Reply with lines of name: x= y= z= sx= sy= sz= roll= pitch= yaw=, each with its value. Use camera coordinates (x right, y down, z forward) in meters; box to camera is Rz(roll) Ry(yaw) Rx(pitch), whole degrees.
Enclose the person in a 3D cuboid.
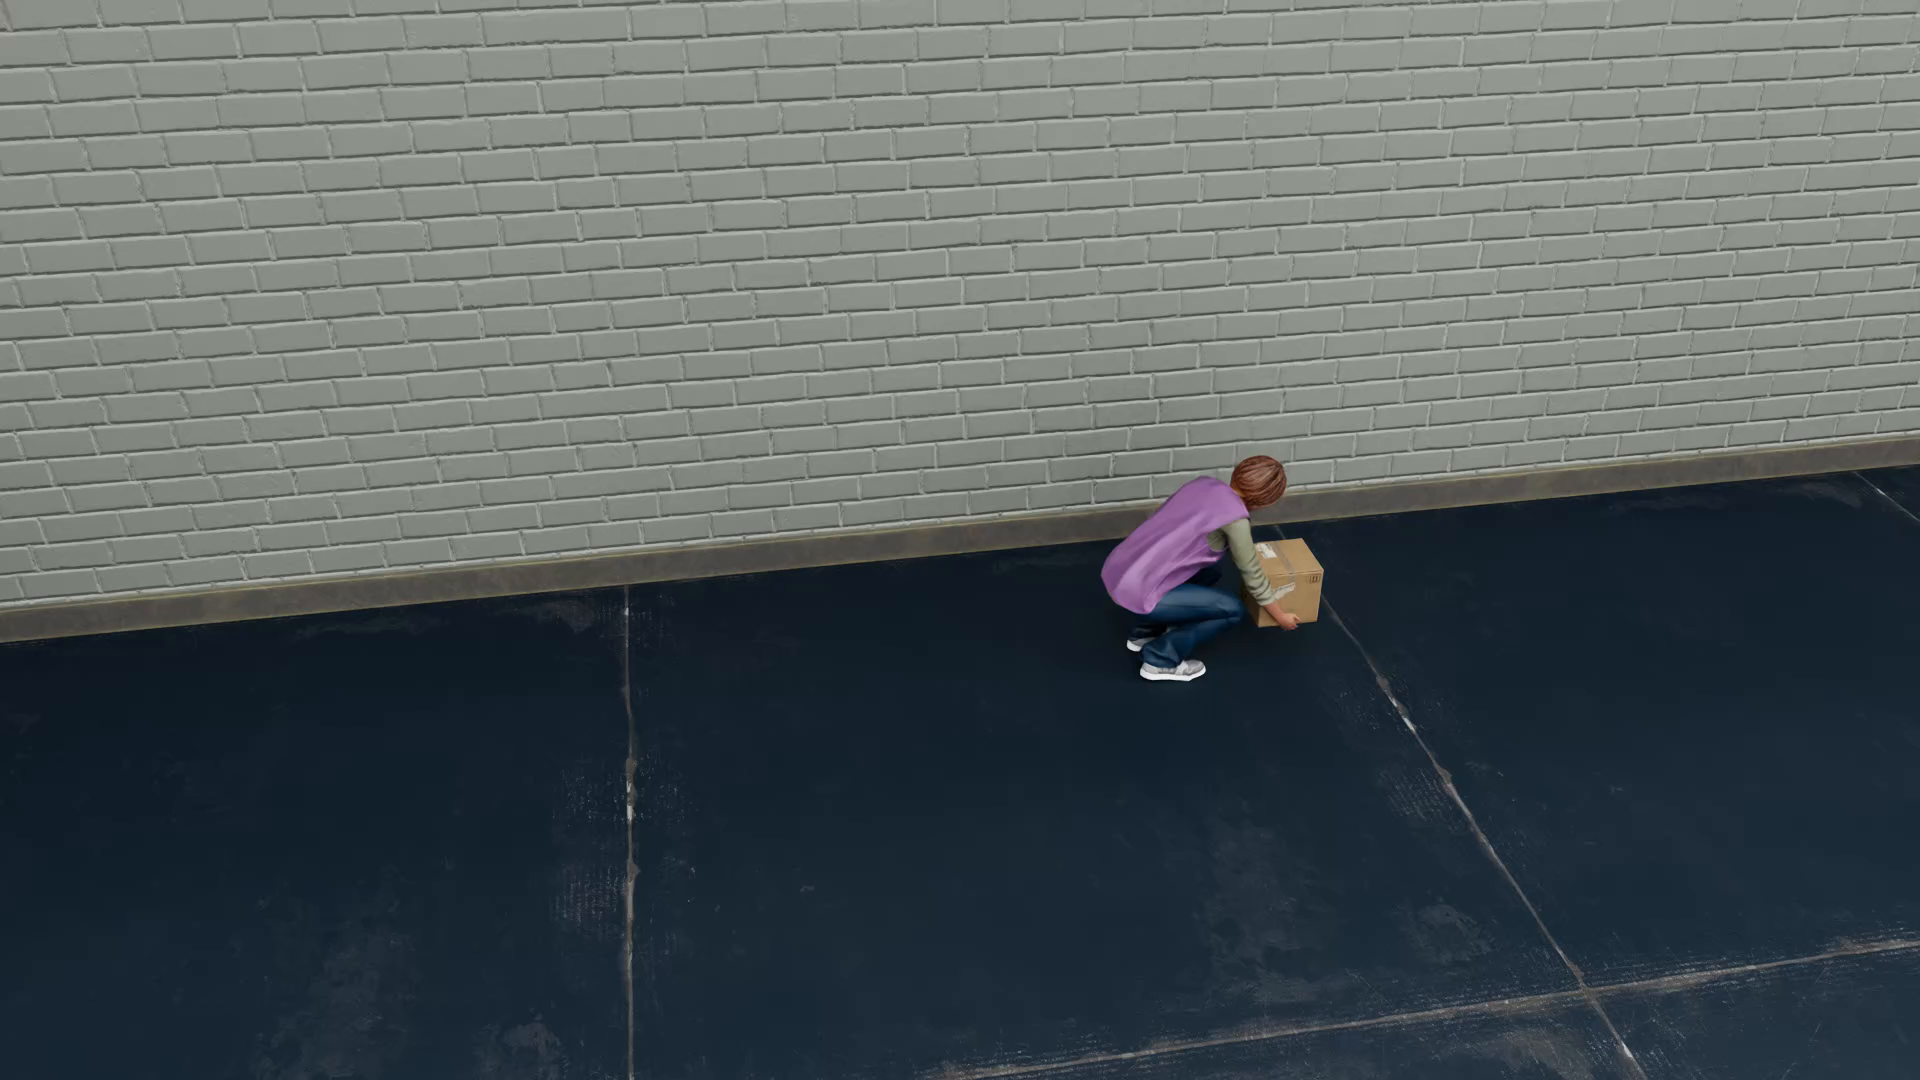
person: x=0.962 y=0.106 z=6.673 sx=0.813 sy=0.873 sz=0.454 roll=-5 pitch=32 yaw=-9
